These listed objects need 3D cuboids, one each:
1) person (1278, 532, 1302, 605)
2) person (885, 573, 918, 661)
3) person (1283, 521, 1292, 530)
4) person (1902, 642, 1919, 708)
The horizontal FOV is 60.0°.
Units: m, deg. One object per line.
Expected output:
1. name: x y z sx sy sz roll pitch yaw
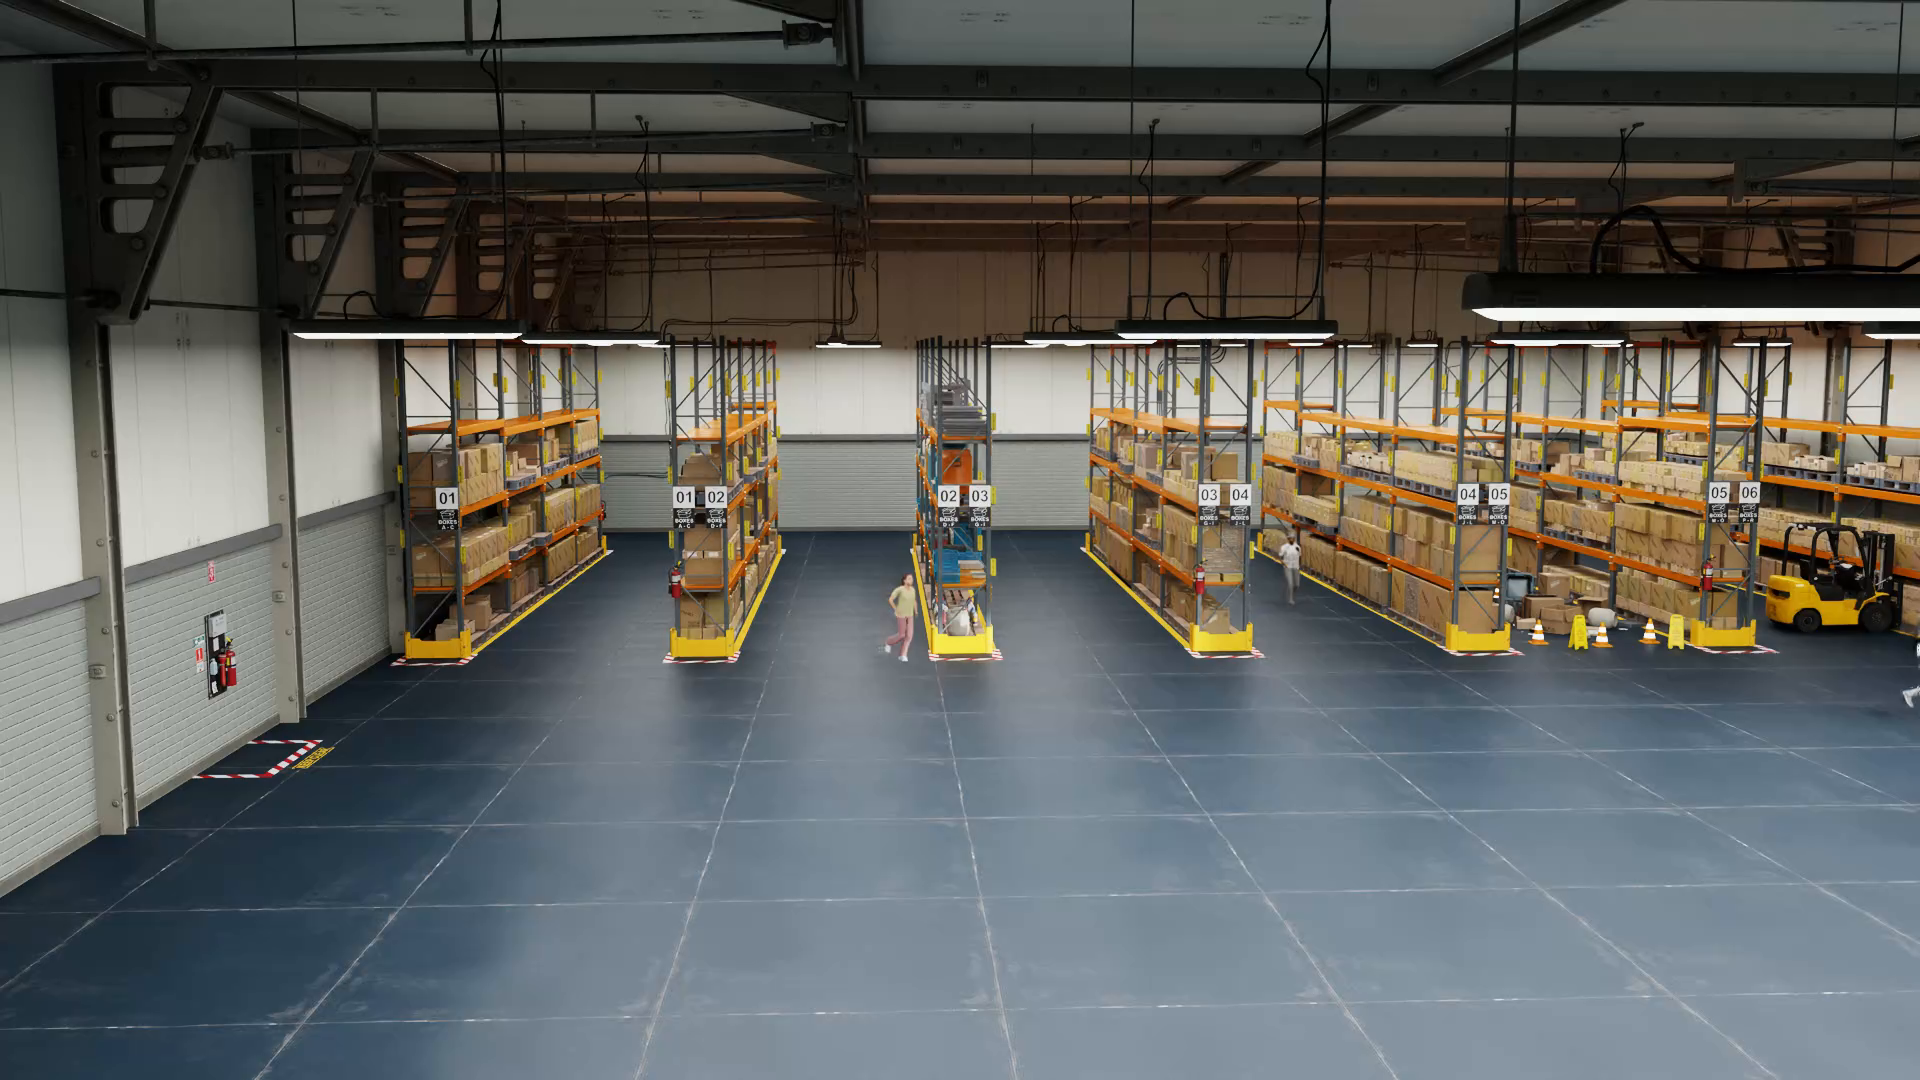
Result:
1. person: 7.486 0.627 37.662 0.574 1.649 0.546 -1 7 -8
2. person: -1.010 1.410 30.959 0.626 1.604 0.718 -5 8 -37
3. person: 9.725 -0.663 48.974 0.720 1.723 0.588 -2 7 -17
4. person: 15.074 1.982 25.858 0.687 1.671 0.618 6 9 41
